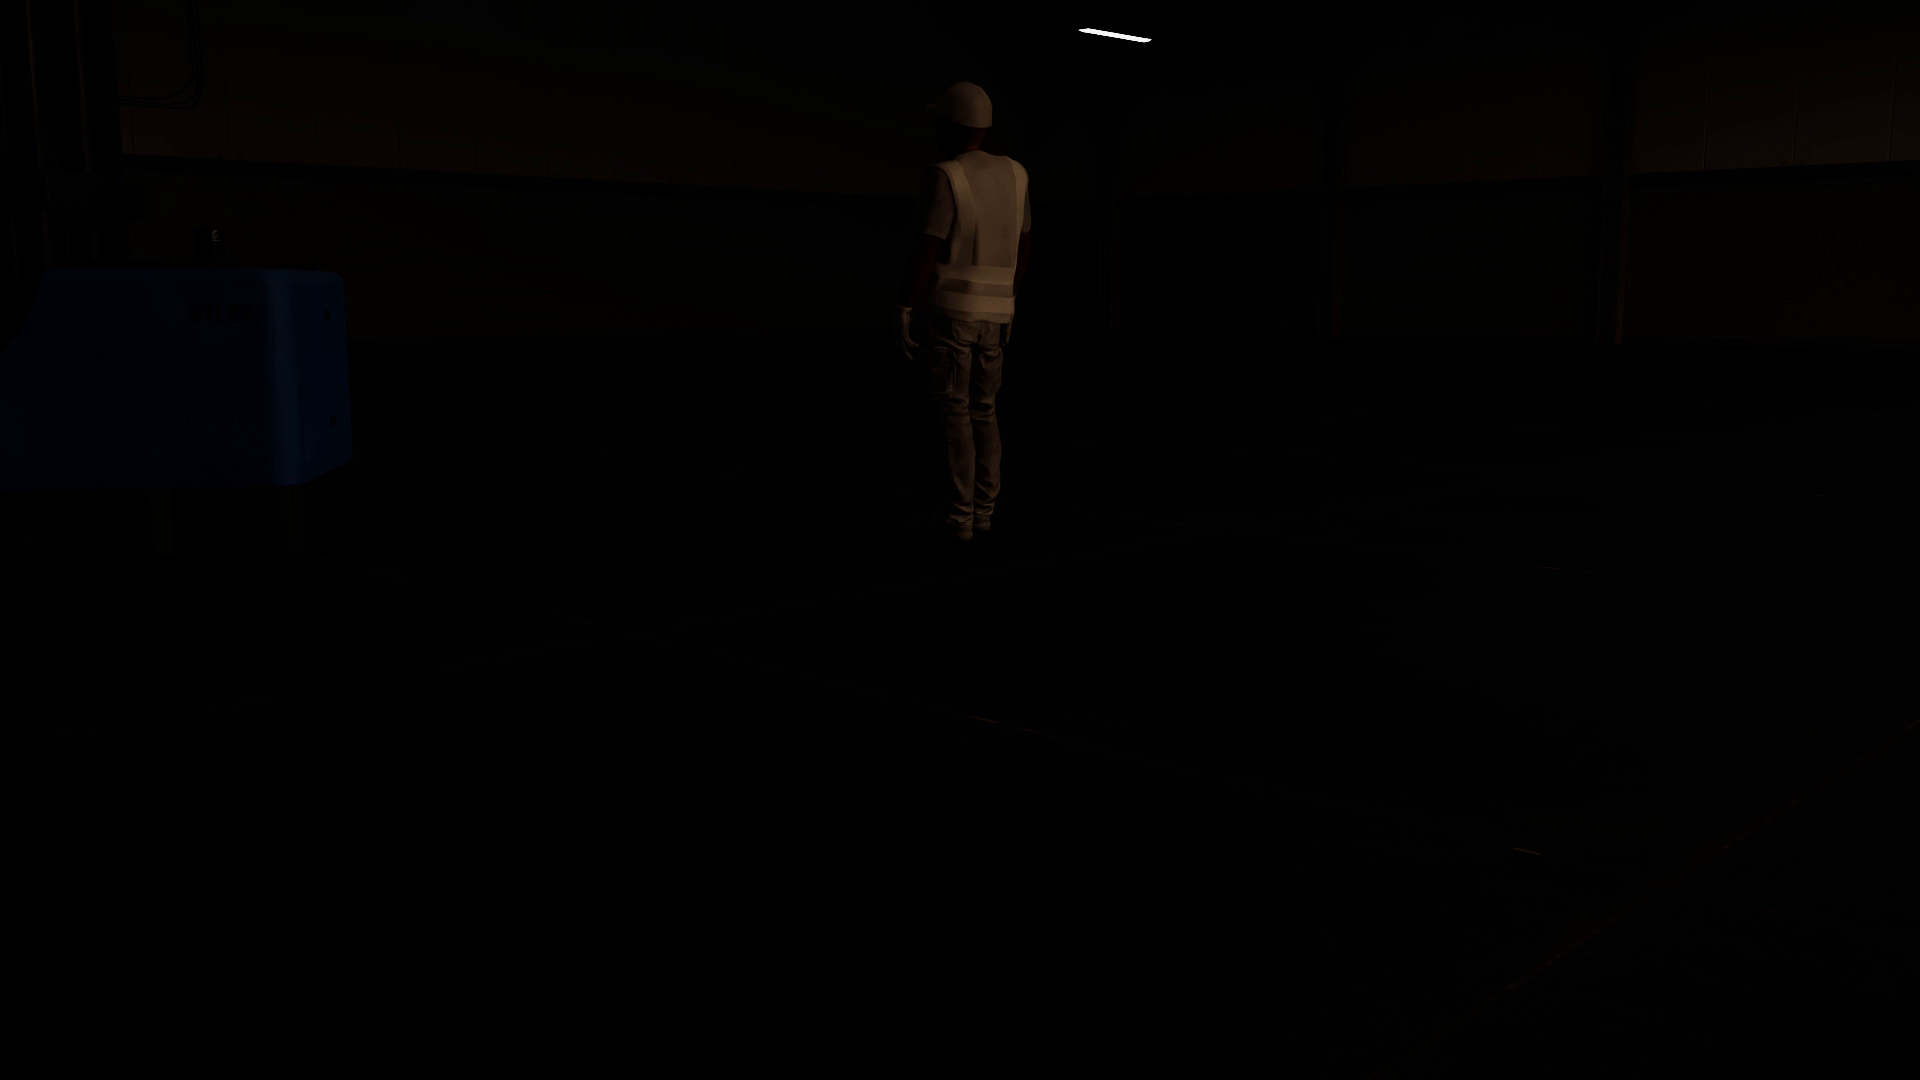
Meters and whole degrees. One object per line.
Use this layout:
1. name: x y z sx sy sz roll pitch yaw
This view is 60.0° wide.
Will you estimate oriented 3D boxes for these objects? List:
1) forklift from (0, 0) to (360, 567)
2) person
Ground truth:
1. forklift: -3.900 -1.372 5.985 3.031 2.935 1.130 -1 9 -9
2. person: -0.047 -0.897 6.639 0.575 1.784 0.656 8 12 43
